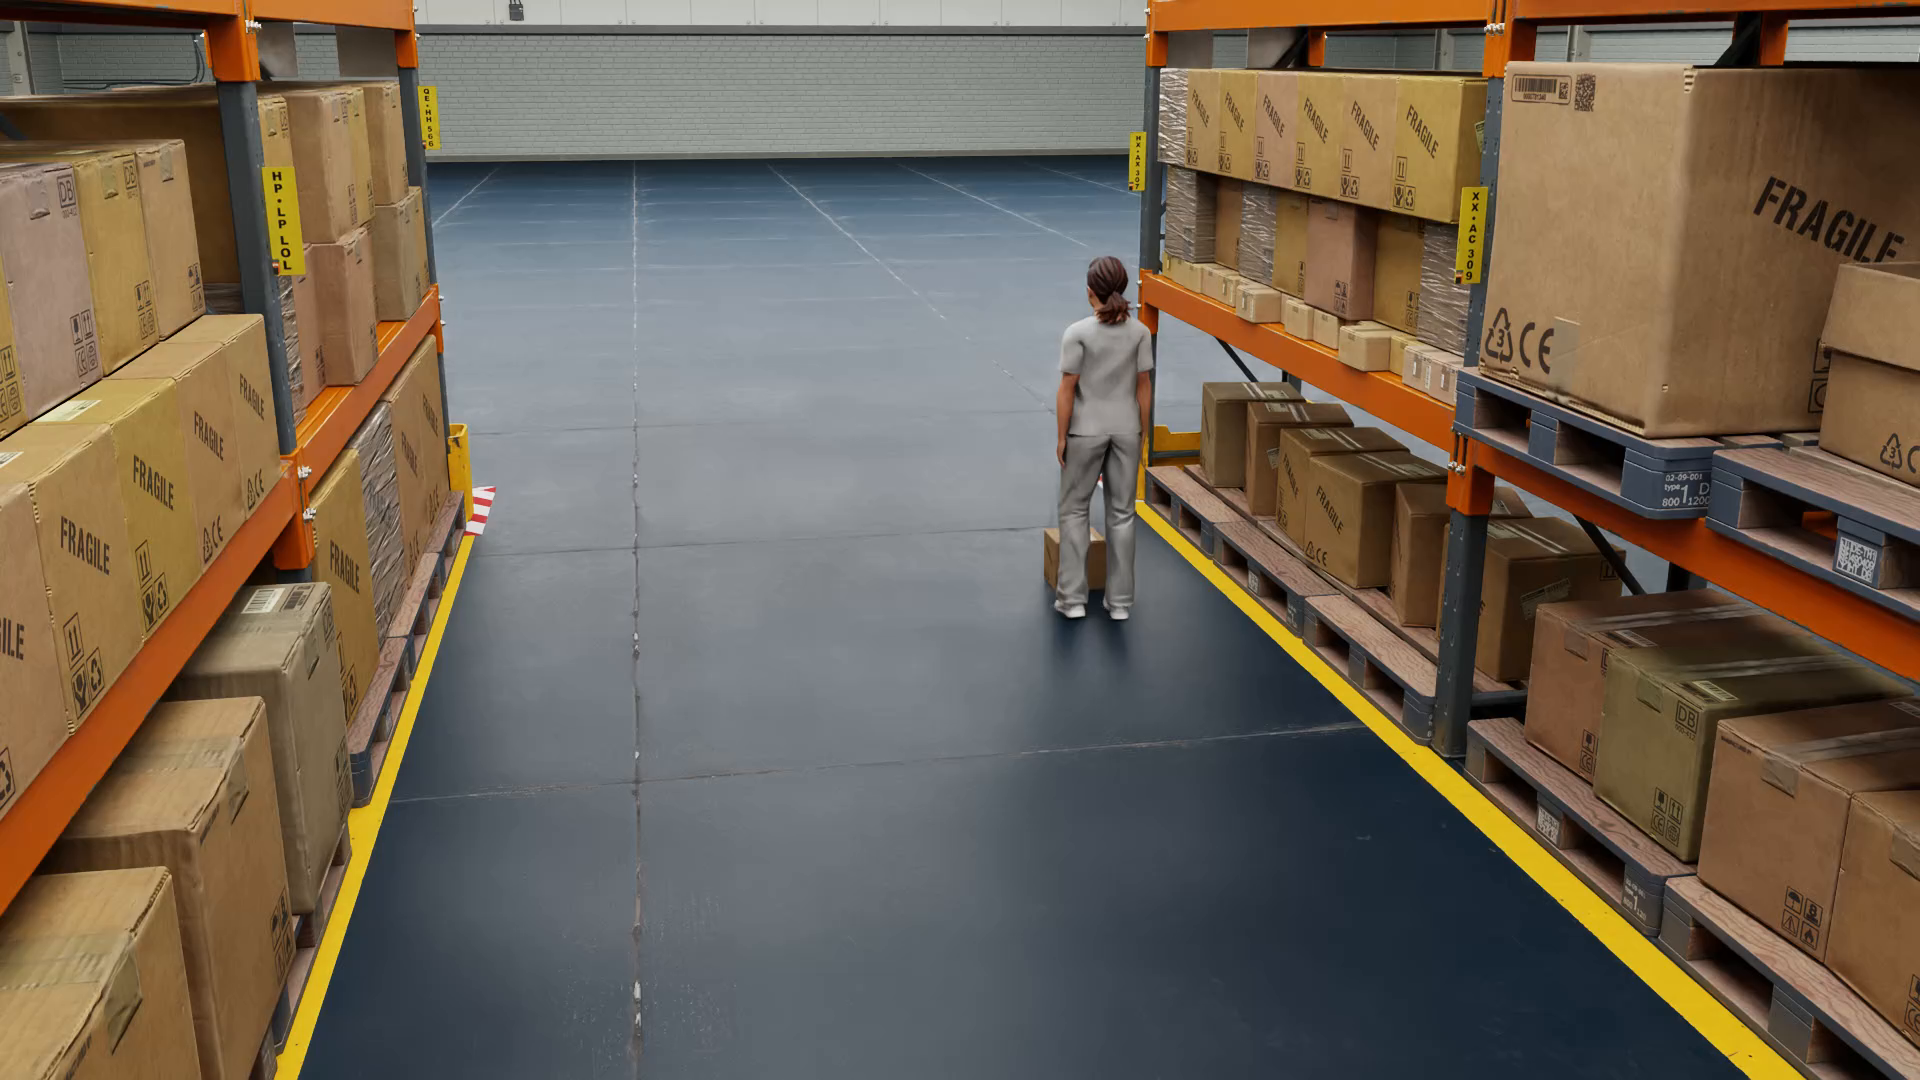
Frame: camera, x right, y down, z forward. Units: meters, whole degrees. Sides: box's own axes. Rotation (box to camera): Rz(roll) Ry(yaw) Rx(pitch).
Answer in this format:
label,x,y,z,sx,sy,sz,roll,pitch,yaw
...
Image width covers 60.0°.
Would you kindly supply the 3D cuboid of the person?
label,x,y,z,sx,sy,sz,roll,pitch,yaw
person,0.647,-0.448,7.602,0.444,1.695,0.393,-3,17,-10
